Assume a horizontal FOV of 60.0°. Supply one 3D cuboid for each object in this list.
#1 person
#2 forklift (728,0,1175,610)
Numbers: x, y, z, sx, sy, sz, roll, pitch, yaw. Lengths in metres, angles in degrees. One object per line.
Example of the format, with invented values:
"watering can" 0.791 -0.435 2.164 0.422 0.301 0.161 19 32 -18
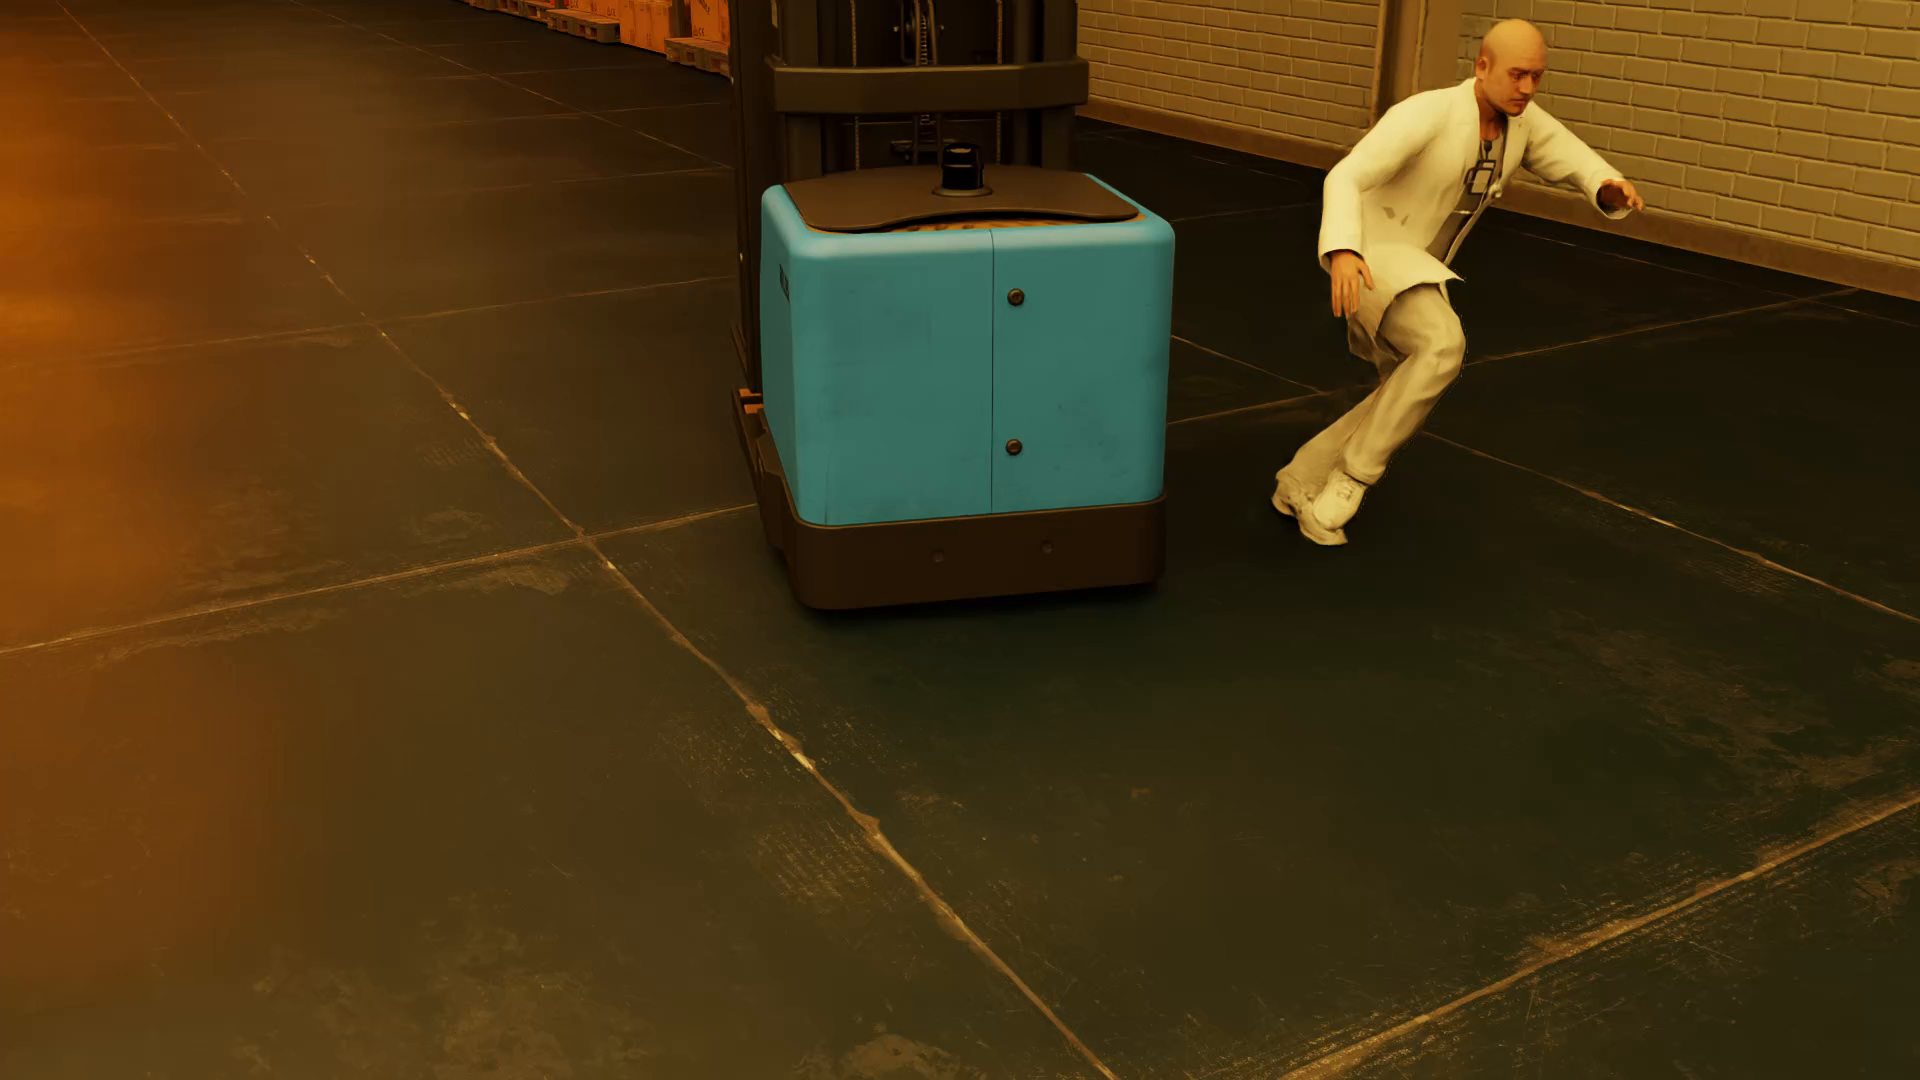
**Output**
"person" 1.468 -0.739 4.950 1.018 1.543 0.915 -17 28 -36
"forklift" -0.223 -1.695 5.405 1.130 2.935 3.031 -5 23 -11
